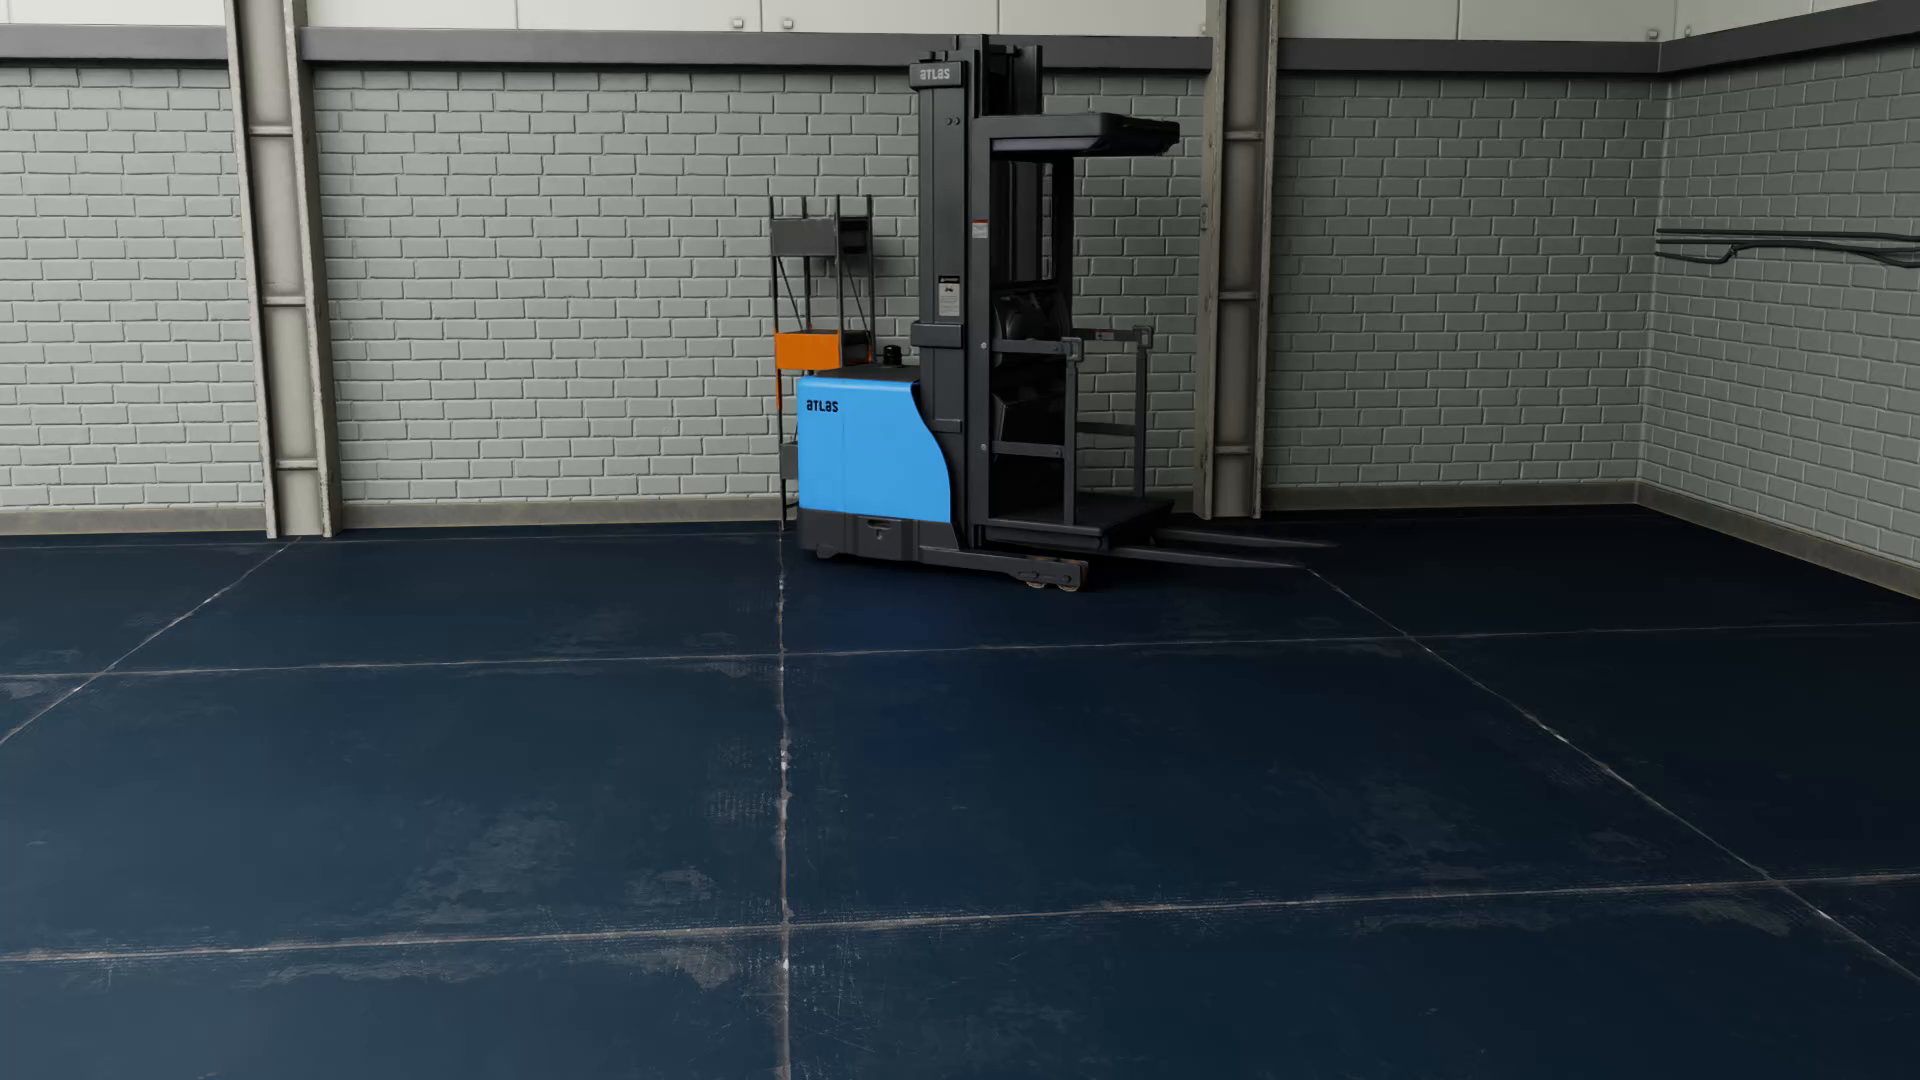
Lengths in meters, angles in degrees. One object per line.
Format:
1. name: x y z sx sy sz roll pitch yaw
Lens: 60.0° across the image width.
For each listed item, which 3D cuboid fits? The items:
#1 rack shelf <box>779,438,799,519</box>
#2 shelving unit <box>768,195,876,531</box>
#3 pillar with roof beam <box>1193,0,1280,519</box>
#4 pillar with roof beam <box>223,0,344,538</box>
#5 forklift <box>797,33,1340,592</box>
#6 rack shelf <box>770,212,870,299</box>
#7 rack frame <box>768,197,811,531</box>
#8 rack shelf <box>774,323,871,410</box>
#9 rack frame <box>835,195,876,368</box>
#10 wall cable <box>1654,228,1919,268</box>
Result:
1. rack shelf: -0.834 -0.406 10.656 0.480 0.518 0.431 5 13 28
2. shelving unit: -0.848 -1.106 10.519 0.503 2.100 0.431 5 13 28
3. pillar with roof beam: 2.265 -3.760 6.167 0.400 9.000 9.100 -1 11 -6
4. pillar with roof beam: -3.700 -3.635 5.531 0.400 9.000 9.100 -1 11 -6
5. forklift: 0.587 -1.275 9.253 3.031 2.935 1.130 6 13 27
6. rack shelf: -0.862 -1.780 10.388 0.480 0.518 0.431 5 13 28
7. rack frame: -1.062 -1.125 10.635 0.015 2.100 0.400 5 13 28
8. rack shelf: -0.848 -1.093 10.522 0.480 0.518 0.431 5 13 28
9. rack frame: -0.634 -1.088 10.403 0.015 2.100 0.400 5 13 28
10. wall cable: 4.872 -2.870 9.688 0.112 2.526 3.097 -1 11 -6
